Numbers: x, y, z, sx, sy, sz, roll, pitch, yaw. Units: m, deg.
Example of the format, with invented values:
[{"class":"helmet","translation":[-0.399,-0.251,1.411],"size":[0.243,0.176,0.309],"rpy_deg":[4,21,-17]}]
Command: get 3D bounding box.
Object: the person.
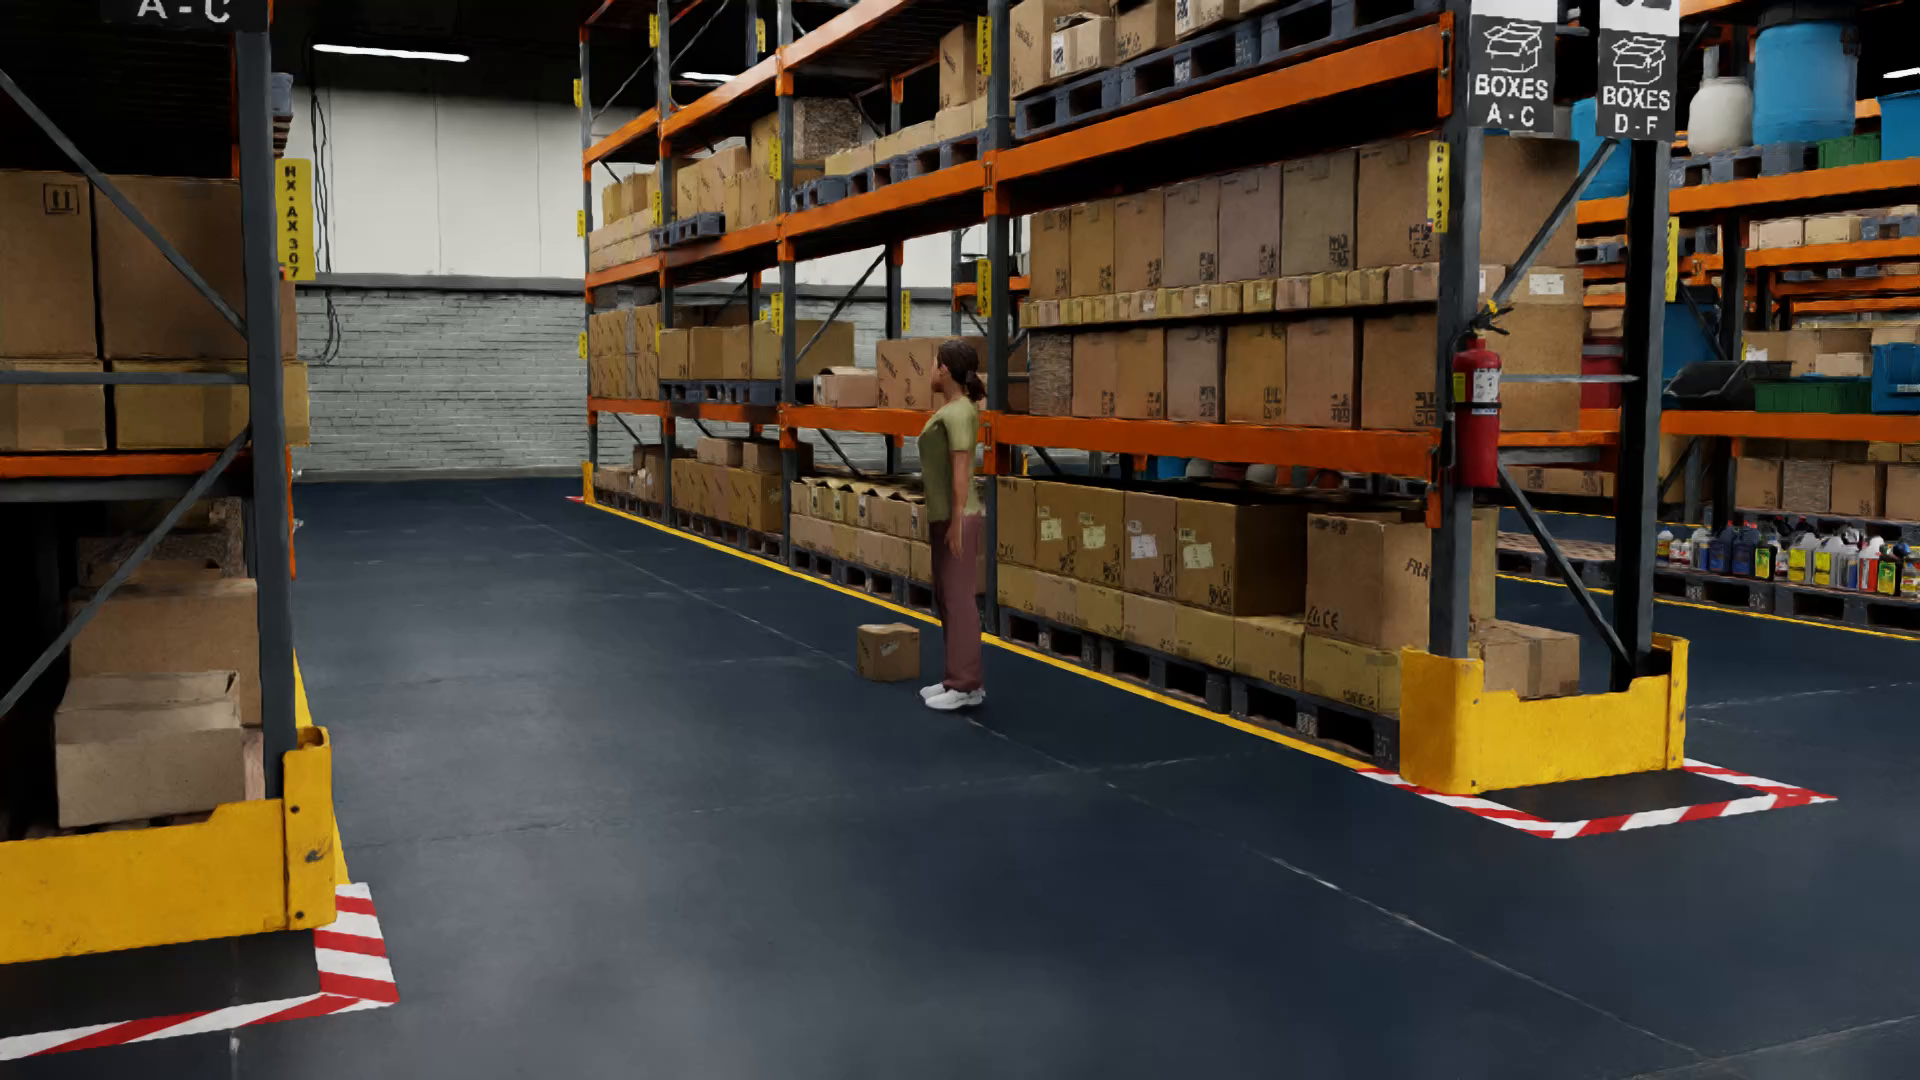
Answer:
[{"class":"person","translation":[-0.027,-0.078,7.612],"size":[0.329,1.672,0.492],"rpy_deg":[0,5,-1]}]
